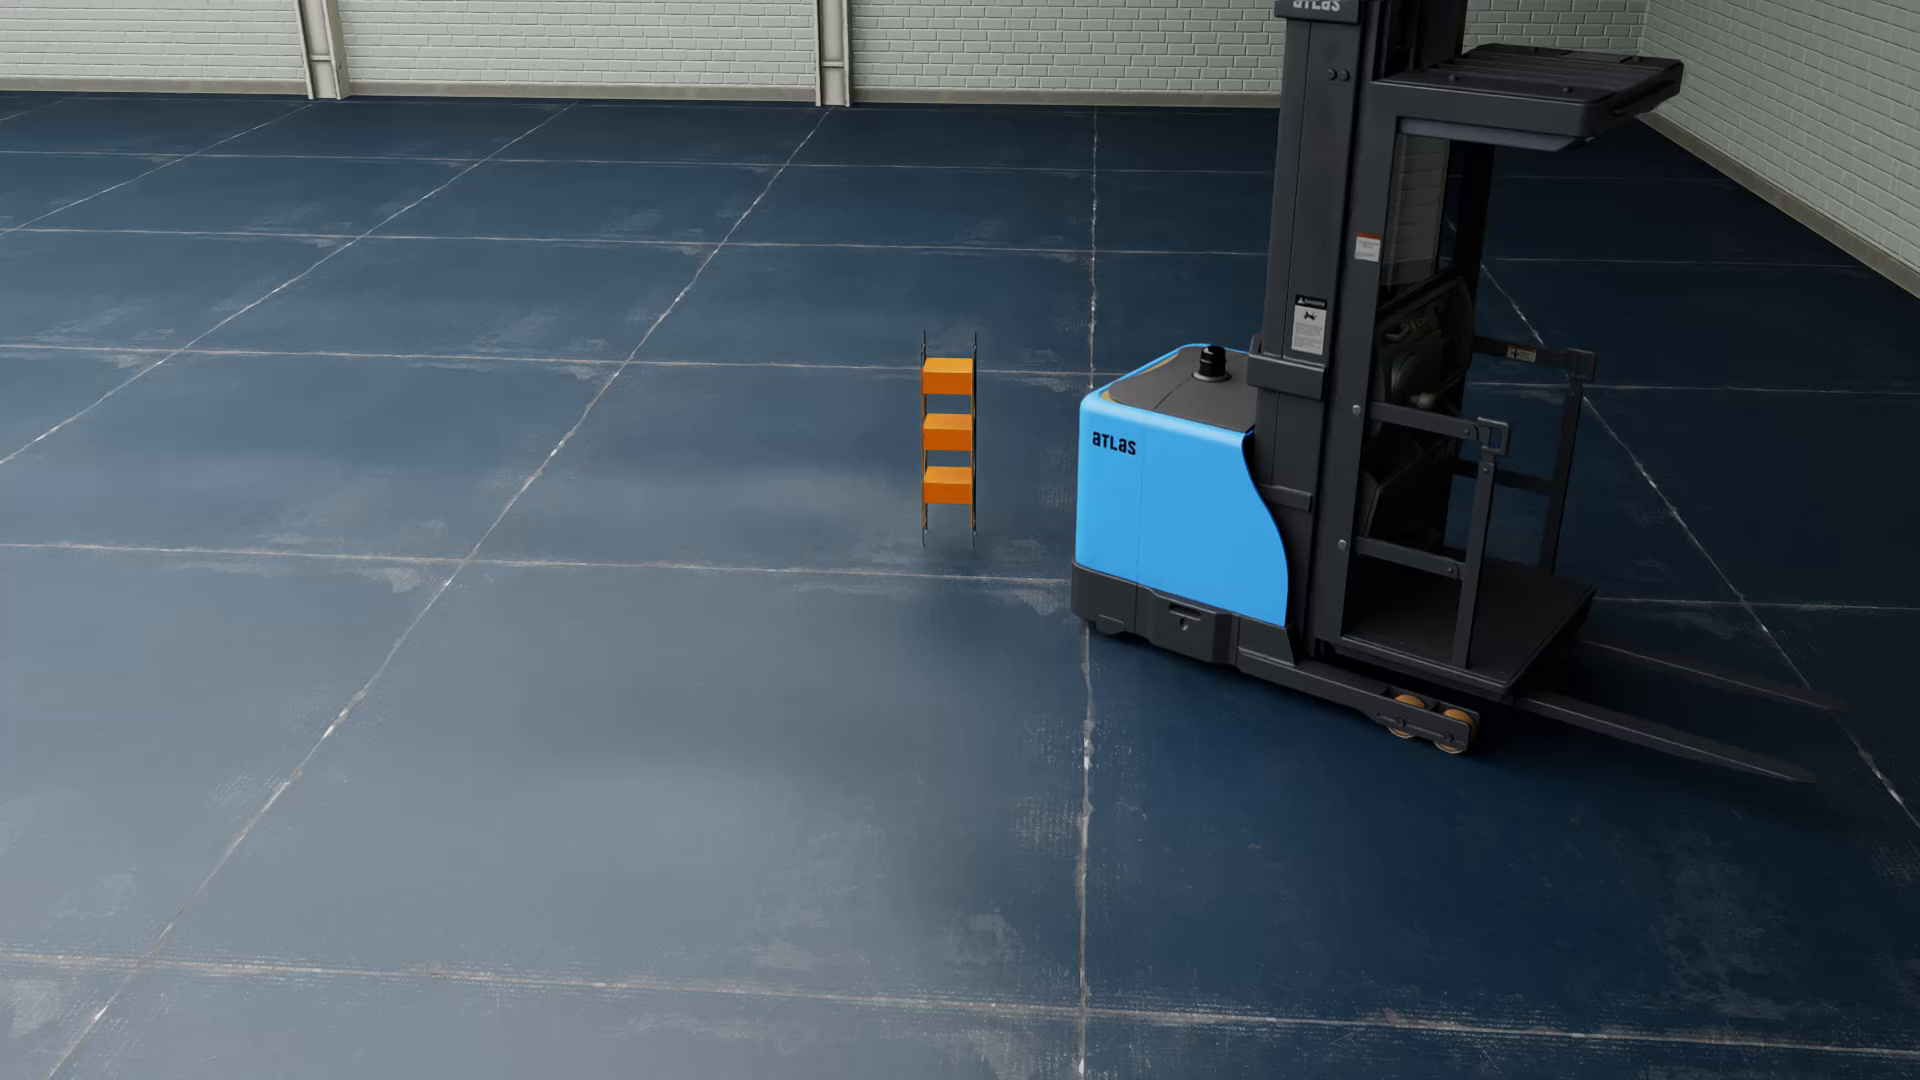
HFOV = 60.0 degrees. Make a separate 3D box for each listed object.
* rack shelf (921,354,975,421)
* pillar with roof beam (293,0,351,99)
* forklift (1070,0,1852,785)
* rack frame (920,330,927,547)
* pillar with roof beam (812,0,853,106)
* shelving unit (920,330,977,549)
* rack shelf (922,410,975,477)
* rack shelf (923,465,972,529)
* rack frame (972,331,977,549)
[{"bbox_3d":[-0.053,-0.727,7.920,0.240,0.259,0.215,2,25,4],"label":"rack shelf"},{"bbox_3d":[-7.755,-7.521,13.830,0.400,9.000,9.100,2,25,4],"label":"pillar with roof beam"},{"bbox_3d":[1.982,-0.755,6.385,3.031,2.935,1.130,17,30,32],"label":"forklift"},{"bbox_3d":[-0.175,-0.483,8.043,0.008,1.050,0.200,2,25,4],"label":"rack frame"},{"bbox_3d":[-1.773,-7.329,13.413,0.400,9.000,9.100,2,25,4],"label":"pillar with roof beam"},{"bbox_3d":[-0.053,-0.479,8.034,0.252,1.050,0.215,2,25,4],"label":"shelving unit"},{"bbox_3d":[-0.053,-0.469,8.039,0.240,0.259,0.215,2,25,4],"label":"rack shelf"},{"bbox_3d":[-0.053,-0.217,8.155,0.240,0.259,0.215,2,25,4],"label":"rack shelf"},{"bbox_3d":[0.068,-0.475,8.026,0.008,1.050,0.200,2,25,4],"label":"rack frame"}]
